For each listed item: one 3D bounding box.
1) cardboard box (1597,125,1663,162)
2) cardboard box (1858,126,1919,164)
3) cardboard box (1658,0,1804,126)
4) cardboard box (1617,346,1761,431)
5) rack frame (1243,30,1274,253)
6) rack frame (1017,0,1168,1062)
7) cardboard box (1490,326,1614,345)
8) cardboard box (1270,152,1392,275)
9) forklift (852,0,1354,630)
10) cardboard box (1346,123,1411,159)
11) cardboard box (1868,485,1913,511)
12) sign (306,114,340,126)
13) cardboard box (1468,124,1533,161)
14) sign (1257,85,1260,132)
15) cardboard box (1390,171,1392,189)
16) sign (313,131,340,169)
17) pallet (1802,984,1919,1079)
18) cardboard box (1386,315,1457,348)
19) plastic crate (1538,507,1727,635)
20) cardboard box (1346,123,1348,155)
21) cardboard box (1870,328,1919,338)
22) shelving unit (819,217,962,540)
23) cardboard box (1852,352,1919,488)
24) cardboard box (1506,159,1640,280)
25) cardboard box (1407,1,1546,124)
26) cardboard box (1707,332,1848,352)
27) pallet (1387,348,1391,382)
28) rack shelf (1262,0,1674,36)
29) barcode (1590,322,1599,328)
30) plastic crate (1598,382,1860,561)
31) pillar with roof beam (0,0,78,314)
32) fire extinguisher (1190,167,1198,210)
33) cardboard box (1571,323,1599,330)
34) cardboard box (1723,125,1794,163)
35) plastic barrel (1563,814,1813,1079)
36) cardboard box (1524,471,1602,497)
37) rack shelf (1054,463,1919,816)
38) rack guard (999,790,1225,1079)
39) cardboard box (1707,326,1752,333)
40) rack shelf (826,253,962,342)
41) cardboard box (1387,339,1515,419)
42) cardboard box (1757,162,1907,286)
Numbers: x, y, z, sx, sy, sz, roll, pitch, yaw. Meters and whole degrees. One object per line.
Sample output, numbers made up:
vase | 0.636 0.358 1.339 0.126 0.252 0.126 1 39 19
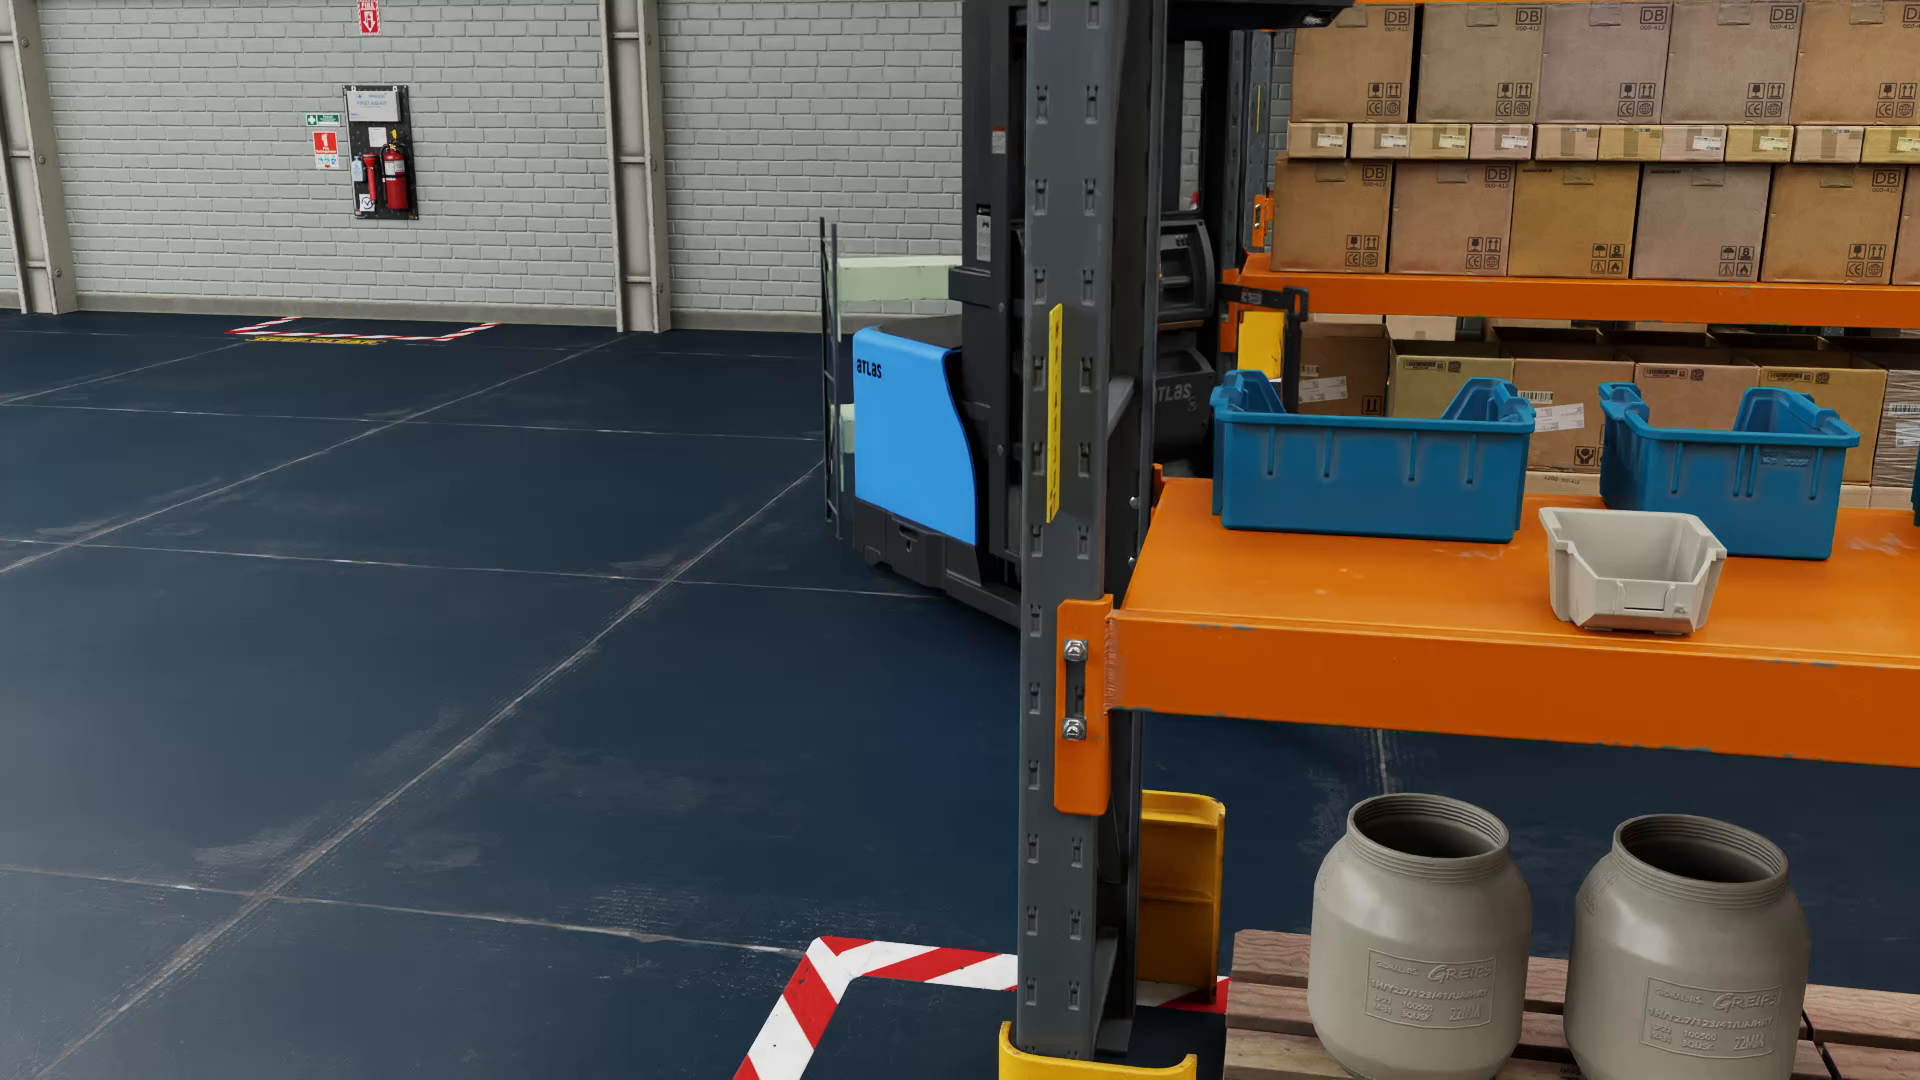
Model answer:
cardboard box | 2.854 -1.716 7.165 0.250 0.149 0.380 3 16 10
cardboard box | 3.864 -1.661 6.968 0.250 0.149 0.380 3 16 11
cardboard box | 3.258 -2.063 7.202 0.500 0.500 0.700 3 16 11
cardboard box | 3.200 -0.572 7.396 0.500 0.500 0.500 3 16 11
rack frame | 2.233 -2.796 12.468 0.127 3.000 1.000 3 16 11
rack frame | 0.259 -0.205 3.112 0.127 3.000 1.000 3 16 11
cardboard box | 2.817 -0.739 8.000 0.500 0.500 0.500 3 16 11
cardboard box | 1.705 -1.520 7.674 0.500 0.500 0.700 3 16 11
forklift | 0.736 -1.062 6.335 1.130 2.935 3.031 -10 18 -32
cardboard box | 1.851 -1.770 7.362 0.250 0.149 0.380 3 16 10
cardboard box | 4.184 -0.161 7.320 0.500 0.250 0.500 3 16 11
sign | -5.721 -3.772 14.932 0.331 0.109 0.001 3 16 11
cardboard box | 2.342 -1.743 7.262 0.250 0.149 0.380 3 16 10
sign | 2.125 -3.072 11.840 0.005 0.325 0.100 3 16 11
cardboard box | 3.160 -2.601 12.005 0.500 0.250 0.500 3 16 9
sign | -5.723 -3.520 15.012 0.234 0.329 0.001 3 16 11
pallet | 2.330 1.241 3.116 1.213 0.211 1.003 3 16 11
cardboard box | 3.452 -1.622 12.441 0.500 0.311 0.500 4 16 16
plastic crate | 1.072 0.054 2.671 0.250 0.136 0.298 3 16 11
cardboard box | 1.919 -1.877 7.746 0.250 0.149 0.380 4 16 12
cardboard box | 6.878 -1.556 11.849 0.500 0.500 0.700 4 16 13
shelving unit | -0.262 -0.797 8.058 0.755 1.500 0.431 -4 16 -13
cardboard box | 4.184 -0.523 7.221 0.500 0.500 0.500 3 16 11
cardboard box | 2.706 -1.466 7.477 0.500 0.500 0.700 3 16 11
cardboard box | 2.273 -2.116 7.395 0.500 0.500 0.700 3 16 10
cardboard box | 3.798 -0.686 7.808 0.500 0.500 0.500 3 16 11
pallet | 3.097 -1.396 12.636 1.213 0.211 1.003 3 16 11
rack shelf | 4.193 -3.789 11.779 4.000 0.370 1.077 3 16 11
barcode | 4.744 -1.595 12.440 0.075 0.075 0.001 3 16 11
plastic crate | 1.444 -0.149 3.188 0.408 0.251 0.499 3 16 11
pillar with roof beam | -9.526 -5.389 10.588 0.400 9.000 9.100 3 16 11
fire extinguisher | 1.226 -1.591 8.261 0.183 0.674 0.296 3 16 11
cardboard box | 4.590 -1.512 12.347 0.250 0.149 0.380 2 16 7
cardboard box | 3.356 -1.688 7.064 0.250 0.149 0.380 4 16 13
plastic barrel | 1.410 0.834 3.237 0.421 0.512 0.421 0 15 0
cardboard box | 2.712 -0.238 7.598 0.500 0.250 0.500 3 16 11
rack shelf | 2.219 0.248 2.824 4.000 0.370 1.077 3 16 11
rack guard | 0.343 0.992 3.475 0.348 0.500 1.175 3 16 11
cardboard box | 5.623 -1.451 12.093 0.250 0.166 0.380 1 16 4
rack shelf | -0.262 -1.173 7.954 0.720 0.370 0.431 -4 16 -13
cardboard box | 2.221 -0.626 7.592 0.500 0.500 0.500 3 16 11
cardboard box | 3.724 -1.412 7.282 0.500 0.500 0.700 3 16 12
